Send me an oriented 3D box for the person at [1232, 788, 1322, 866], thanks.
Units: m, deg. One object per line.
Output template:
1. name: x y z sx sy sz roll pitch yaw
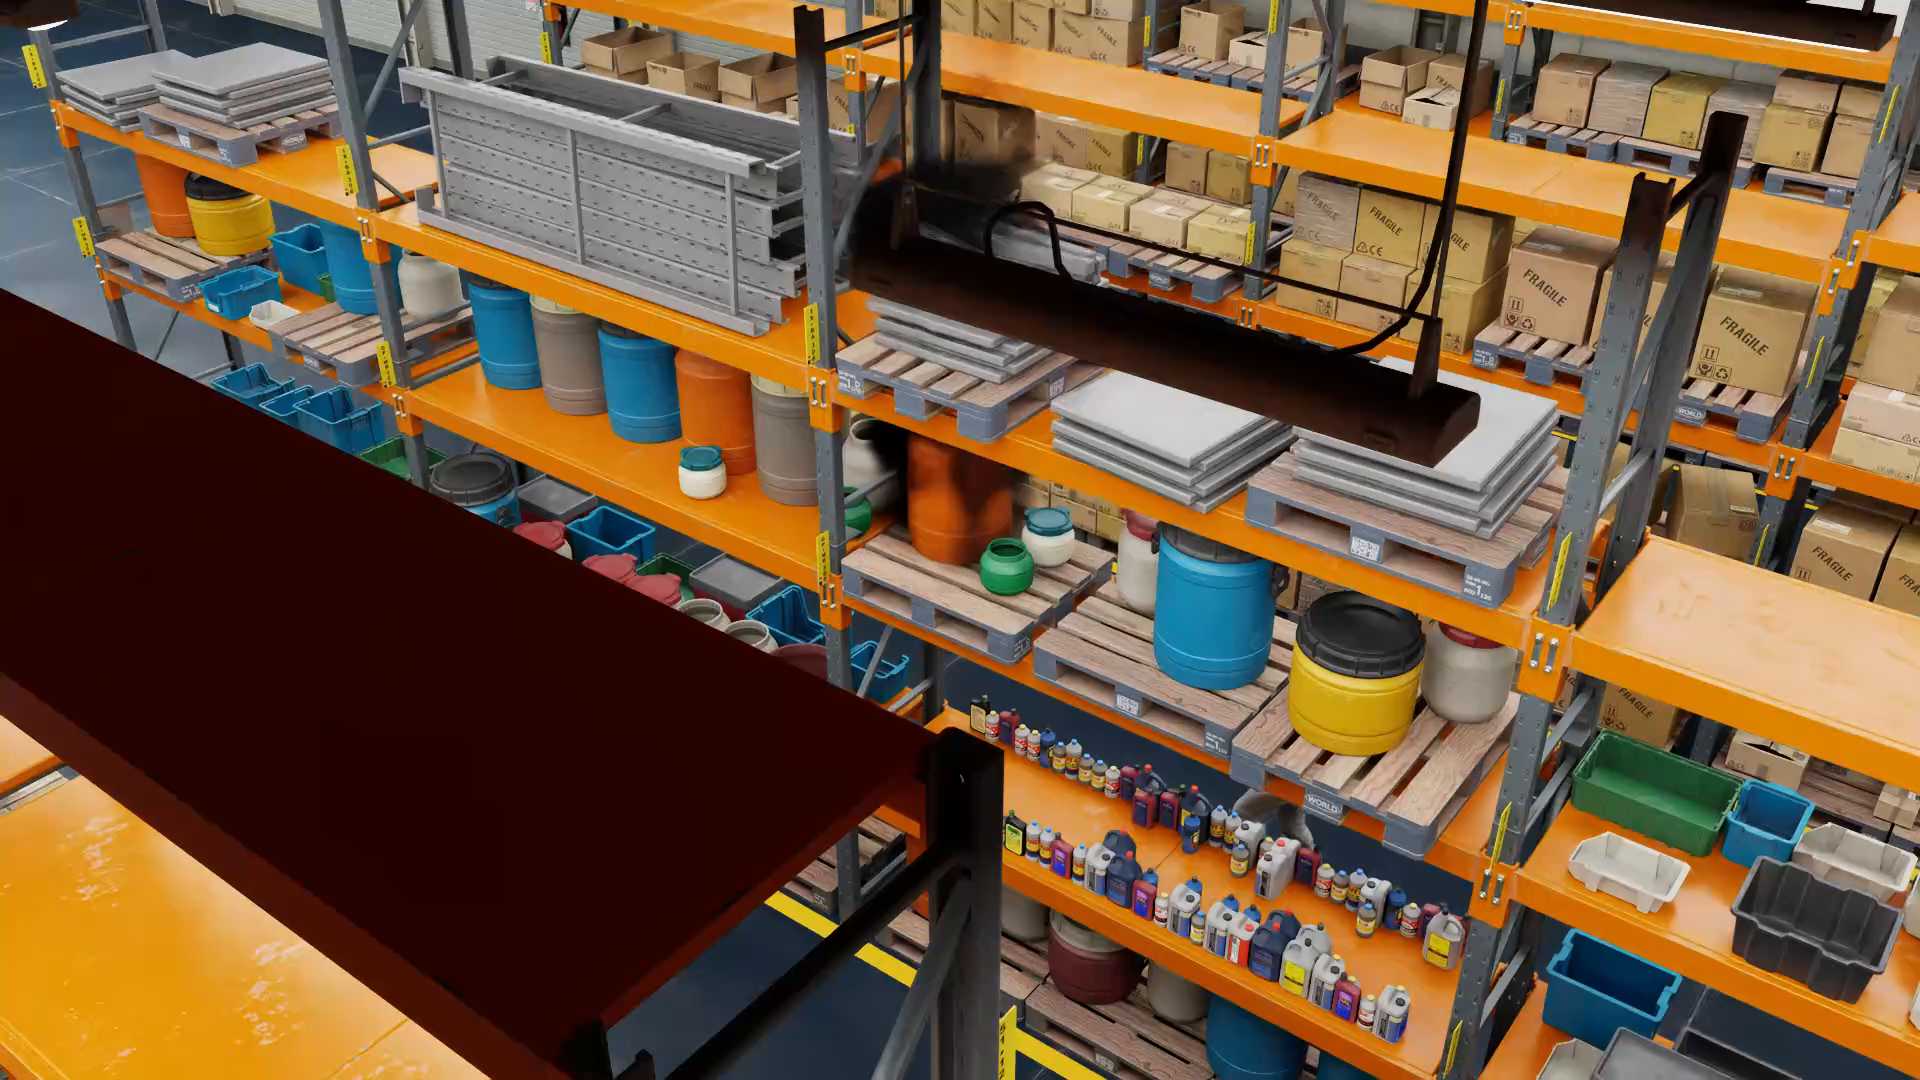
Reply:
1. person: 2.154 1.646 10.996 0.753 1.725 0.546 23 38 32

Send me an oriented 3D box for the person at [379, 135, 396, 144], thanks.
1. person: -6.987 -4.274 20.779 1.006 1.593 0.509 -13 34 -20
